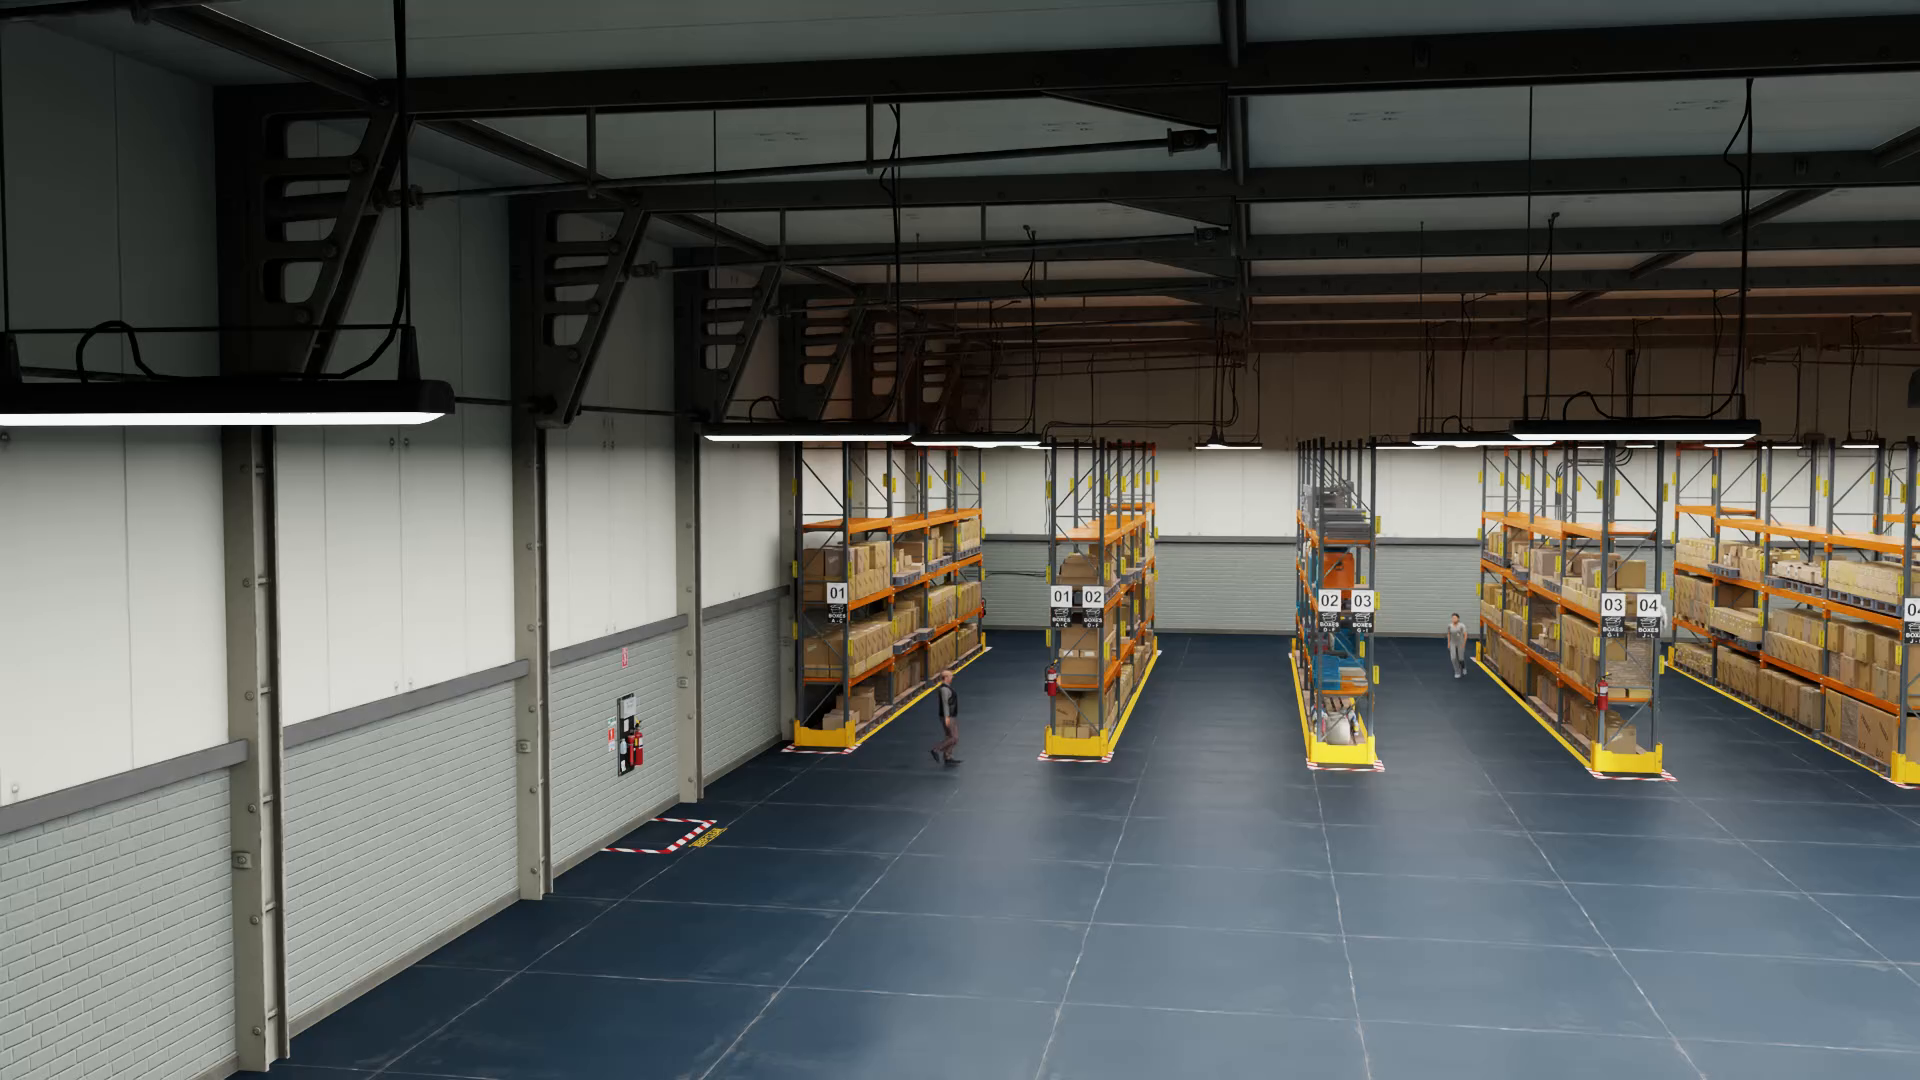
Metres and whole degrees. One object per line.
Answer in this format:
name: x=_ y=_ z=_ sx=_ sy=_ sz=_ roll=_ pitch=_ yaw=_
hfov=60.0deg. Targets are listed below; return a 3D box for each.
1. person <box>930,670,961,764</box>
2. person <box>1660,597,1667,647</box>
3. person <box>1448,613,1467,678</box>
person: x=-0.267 y=3.238 z=30.388 sx=0.570 sy=1.713 sz=0.553 roll=0 pitch=3 yaw=-2
person: x=19.865 y=2.386 z=47.364 sx=0.532 sy=1.620 sz=1.059 roll=3 pitch=4 yaw=40
person: x=12.688 y=2.668 z=42.354 sx=0.498 sy=1.644 sz=0.647 roll=2 pitch=3 yaw=30
